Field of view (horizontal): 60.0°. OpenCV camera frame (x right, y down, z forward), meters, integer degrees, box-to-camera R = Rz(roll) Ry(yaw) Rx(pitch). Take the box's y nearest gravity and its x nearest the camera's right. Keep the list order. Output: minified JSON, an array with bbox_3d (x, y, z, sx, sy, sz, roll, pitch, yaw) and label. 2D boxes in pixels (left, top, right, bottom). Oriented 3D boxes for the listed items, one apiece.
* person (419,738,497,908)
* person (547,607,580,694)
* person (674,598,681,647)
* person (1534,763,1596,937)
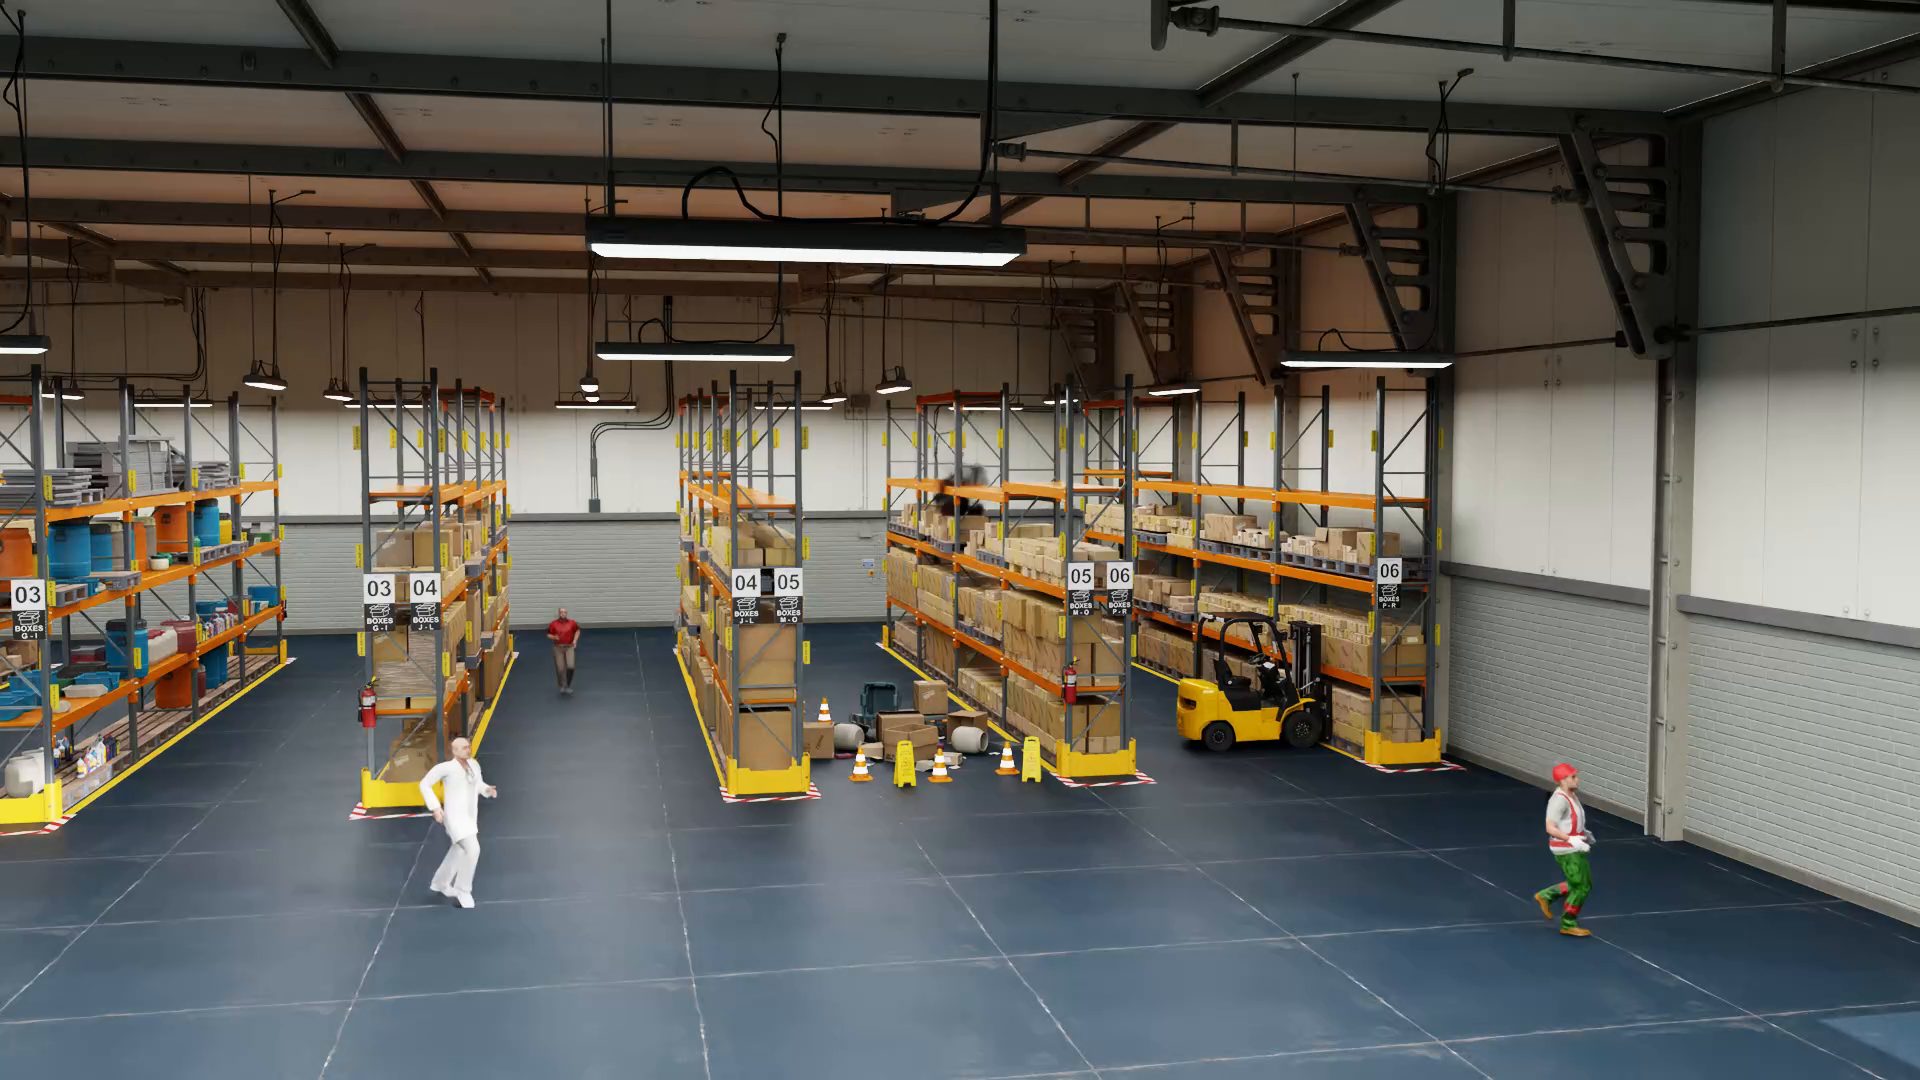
[{"bbox_3d":[-5.412,3.058,18.036,0.836,1.839,0.688,1,4,19],"label":"person"},{"bbox_3d":[-7.815,2.204,32.838,0.644,1.740,0.660,-1,4,-16],"label":"person"},{"bbox_3d":[-6.709,1.838,40.255,0.468,1.548,0.605,-1,4,-18],"label":"person"},{"bbox_3d":[6.126,3.128,16.857,0.621,1.736,0.653,2,4,34],"label":"person"}]
